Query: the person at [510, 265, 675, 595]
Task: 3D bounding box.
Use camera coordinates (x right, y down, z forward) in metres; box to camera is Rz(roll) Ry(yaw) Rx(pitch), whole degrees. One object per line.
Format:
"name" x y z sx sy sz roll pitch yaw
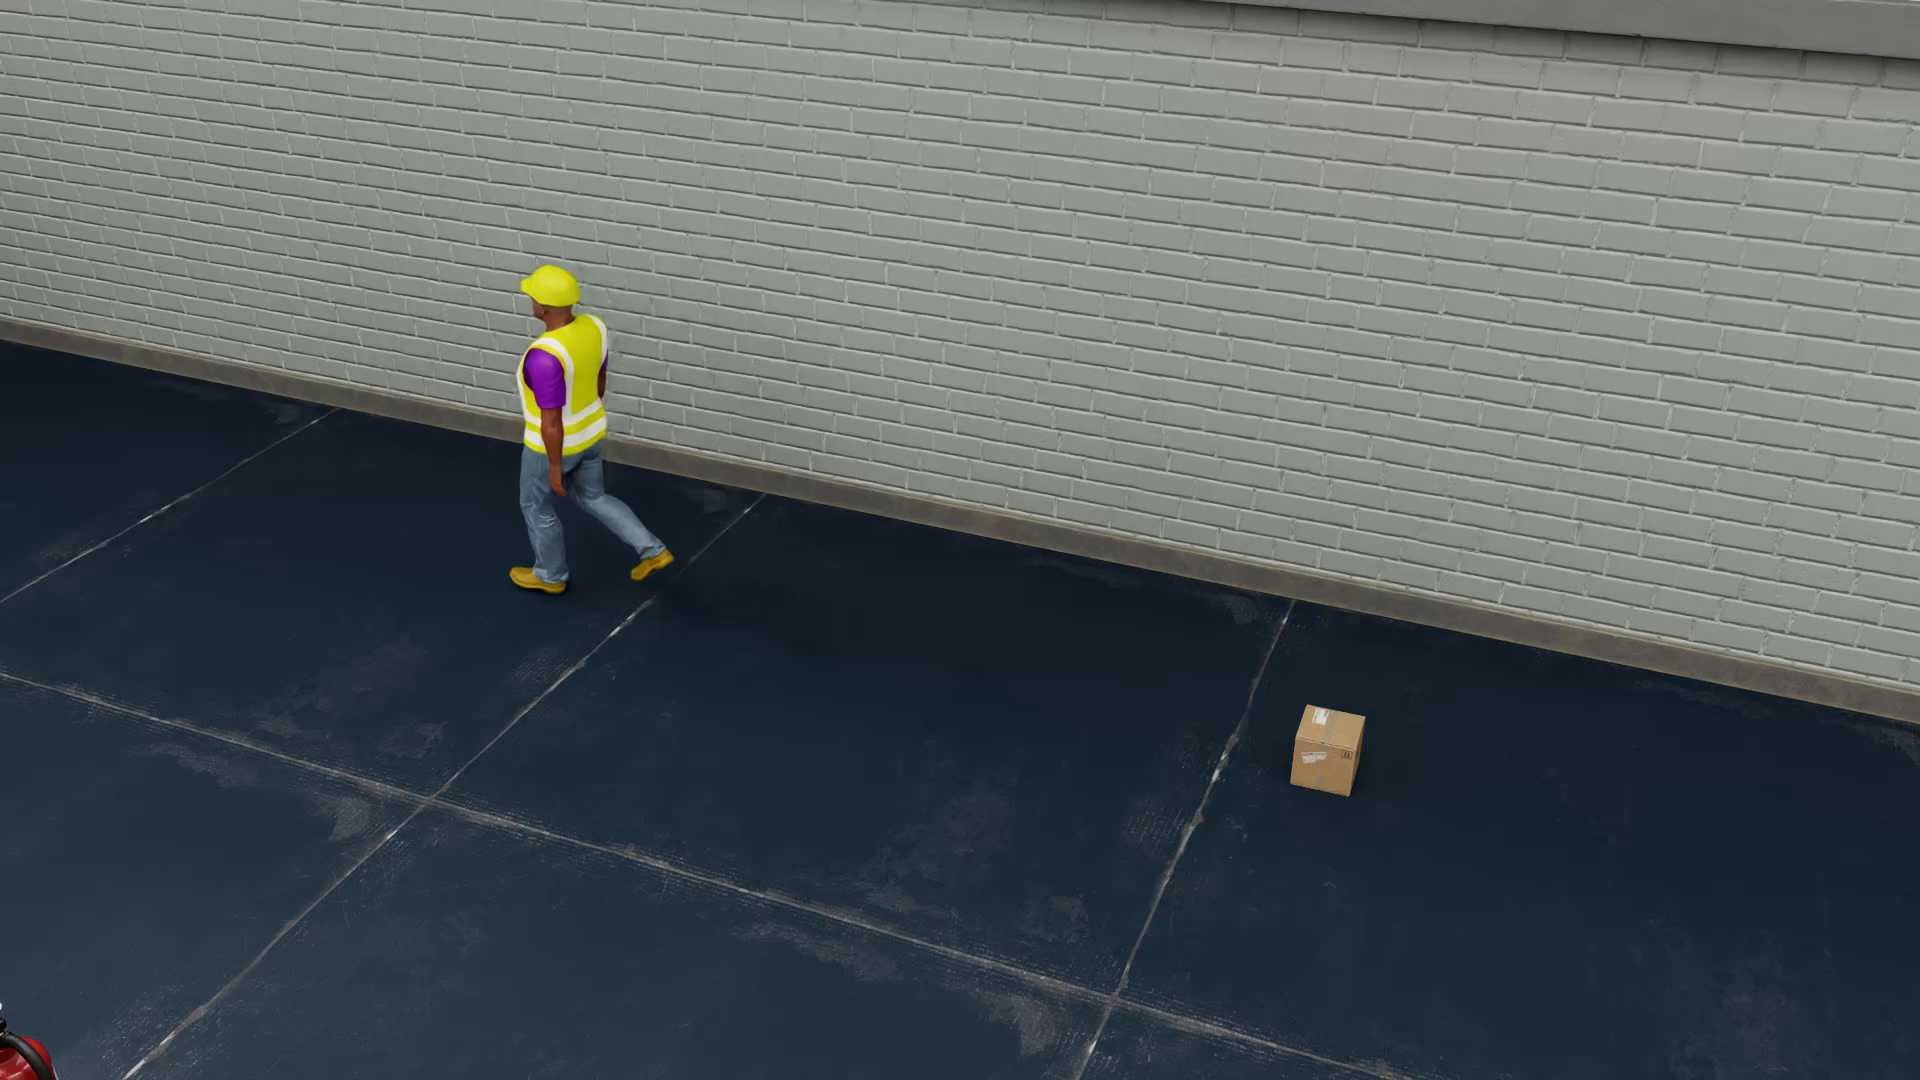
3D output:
"person" -1.849 -0.498 7.978 0.880 1.741 0.569 12 32 21
